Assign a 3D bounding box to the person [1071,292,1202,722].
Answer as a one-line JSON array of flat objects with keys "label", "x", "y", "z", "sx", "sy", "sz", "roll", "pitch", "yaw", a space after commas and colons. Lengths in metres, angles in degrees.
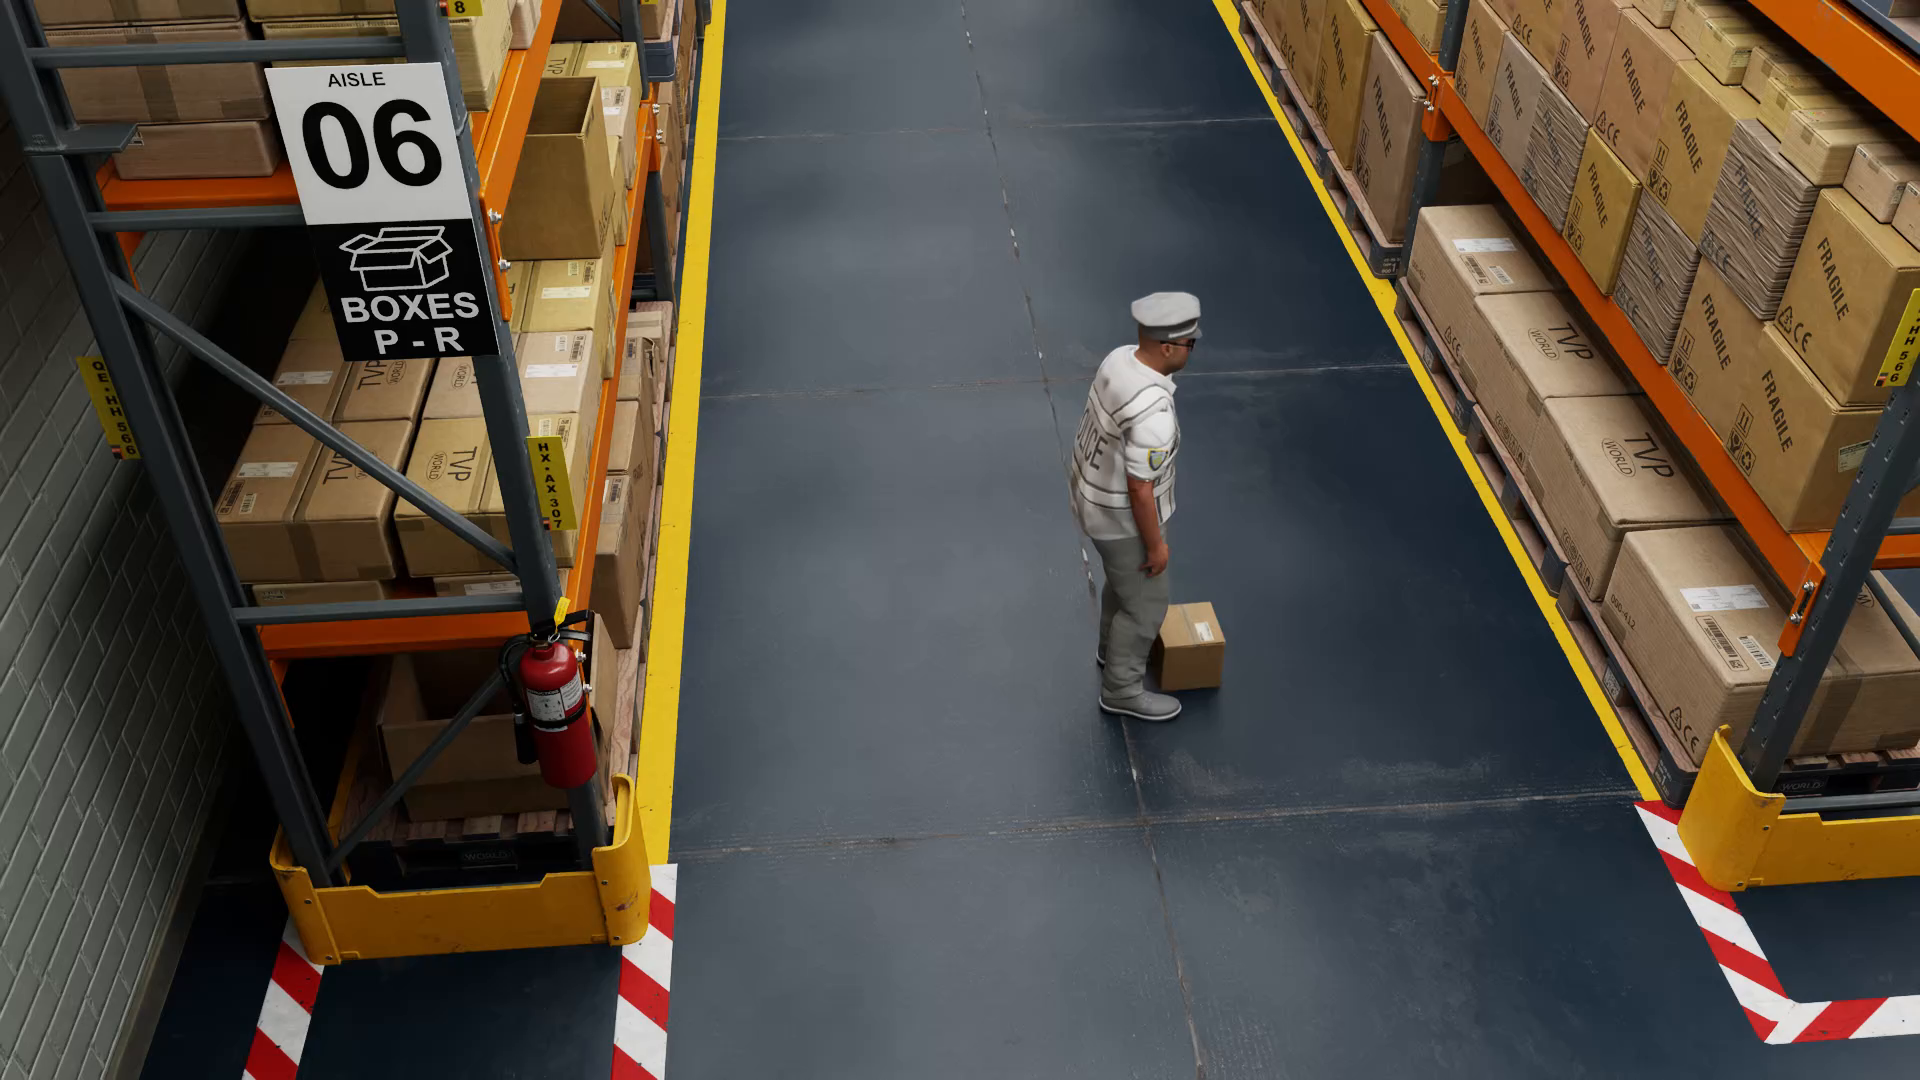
[{"label": "person", "x": 0.666, "y": -0.126, "z": 6.305, "sx": 0.480, "sy": 1.746, "sz": 0.593, "roll": -5, "pitch": 39, "yaw": -6}]
